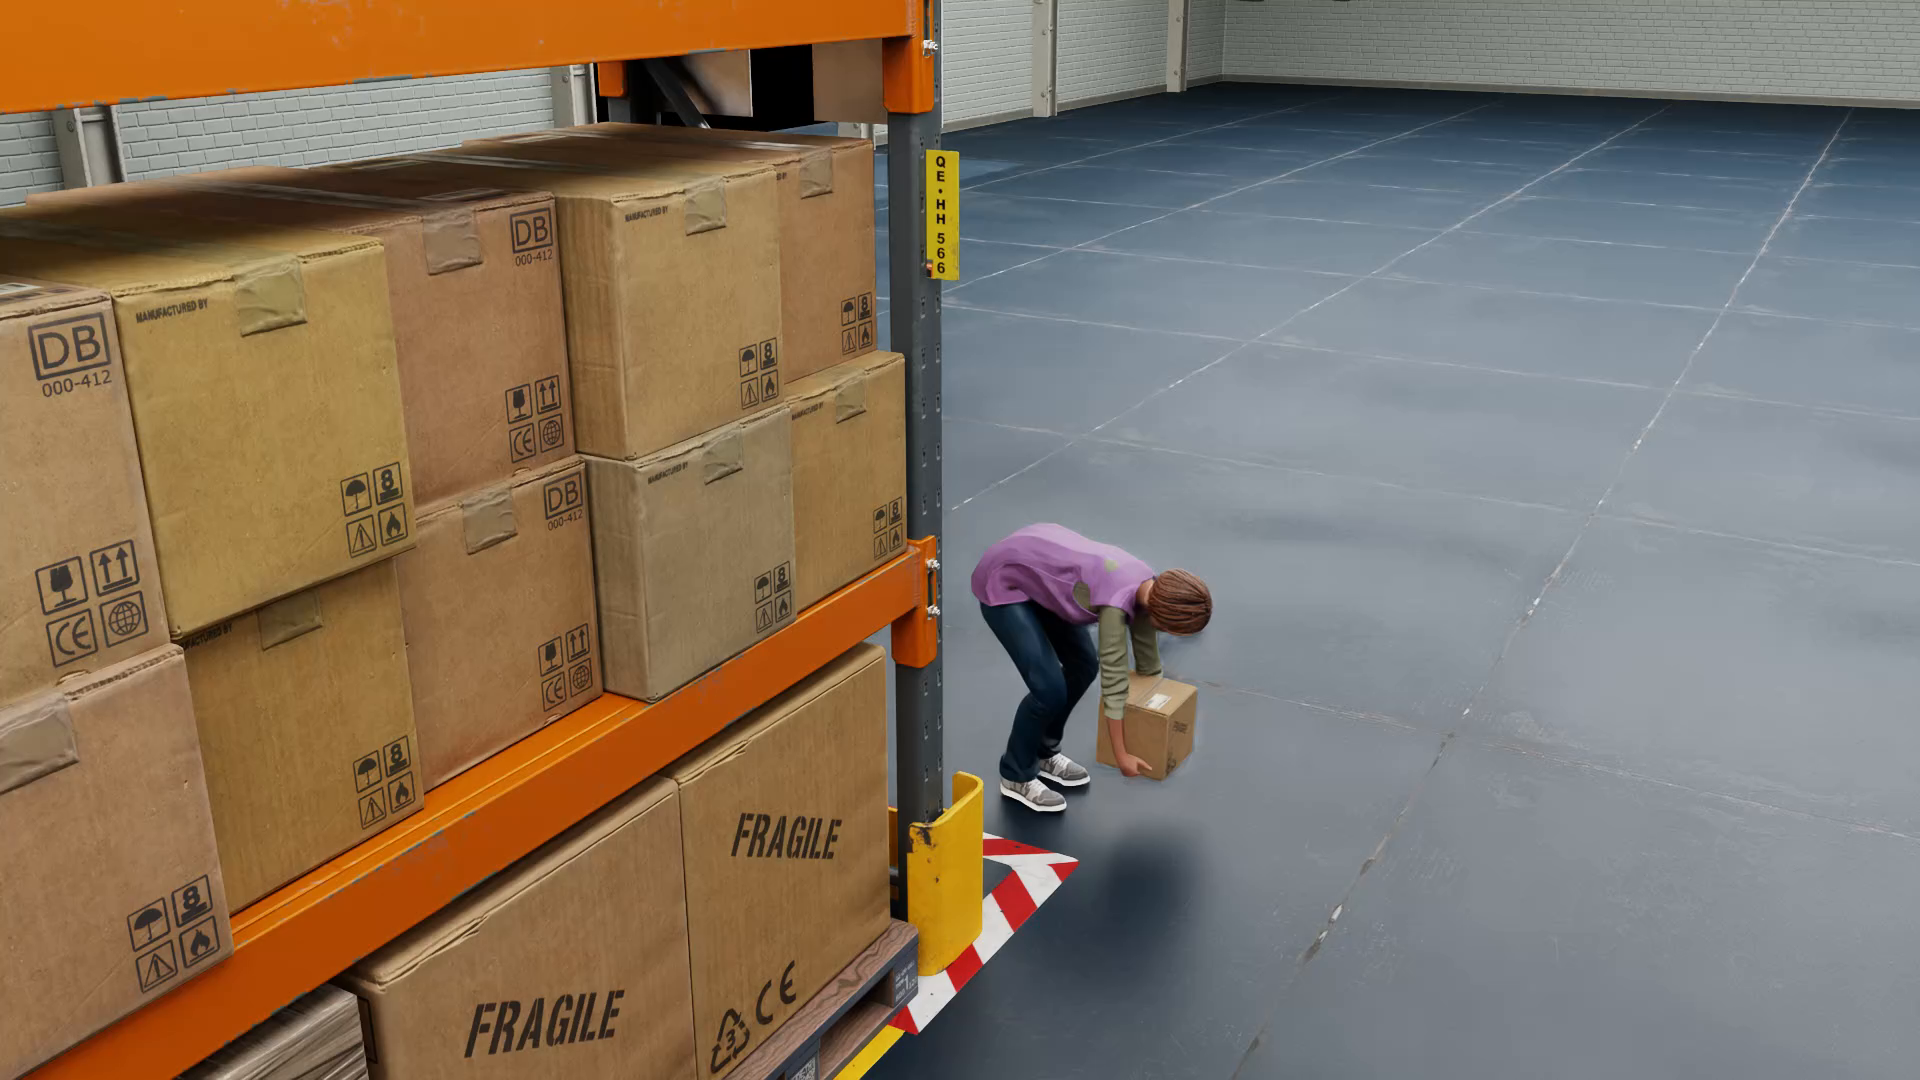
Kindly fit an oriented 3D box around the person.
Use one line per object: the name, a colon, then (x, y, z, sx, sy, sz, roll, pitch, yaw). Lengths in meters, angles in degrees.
person: (0.443, 0.463, 5.695, 0.871, 0.990, 0.394, 12, 23, 30)
